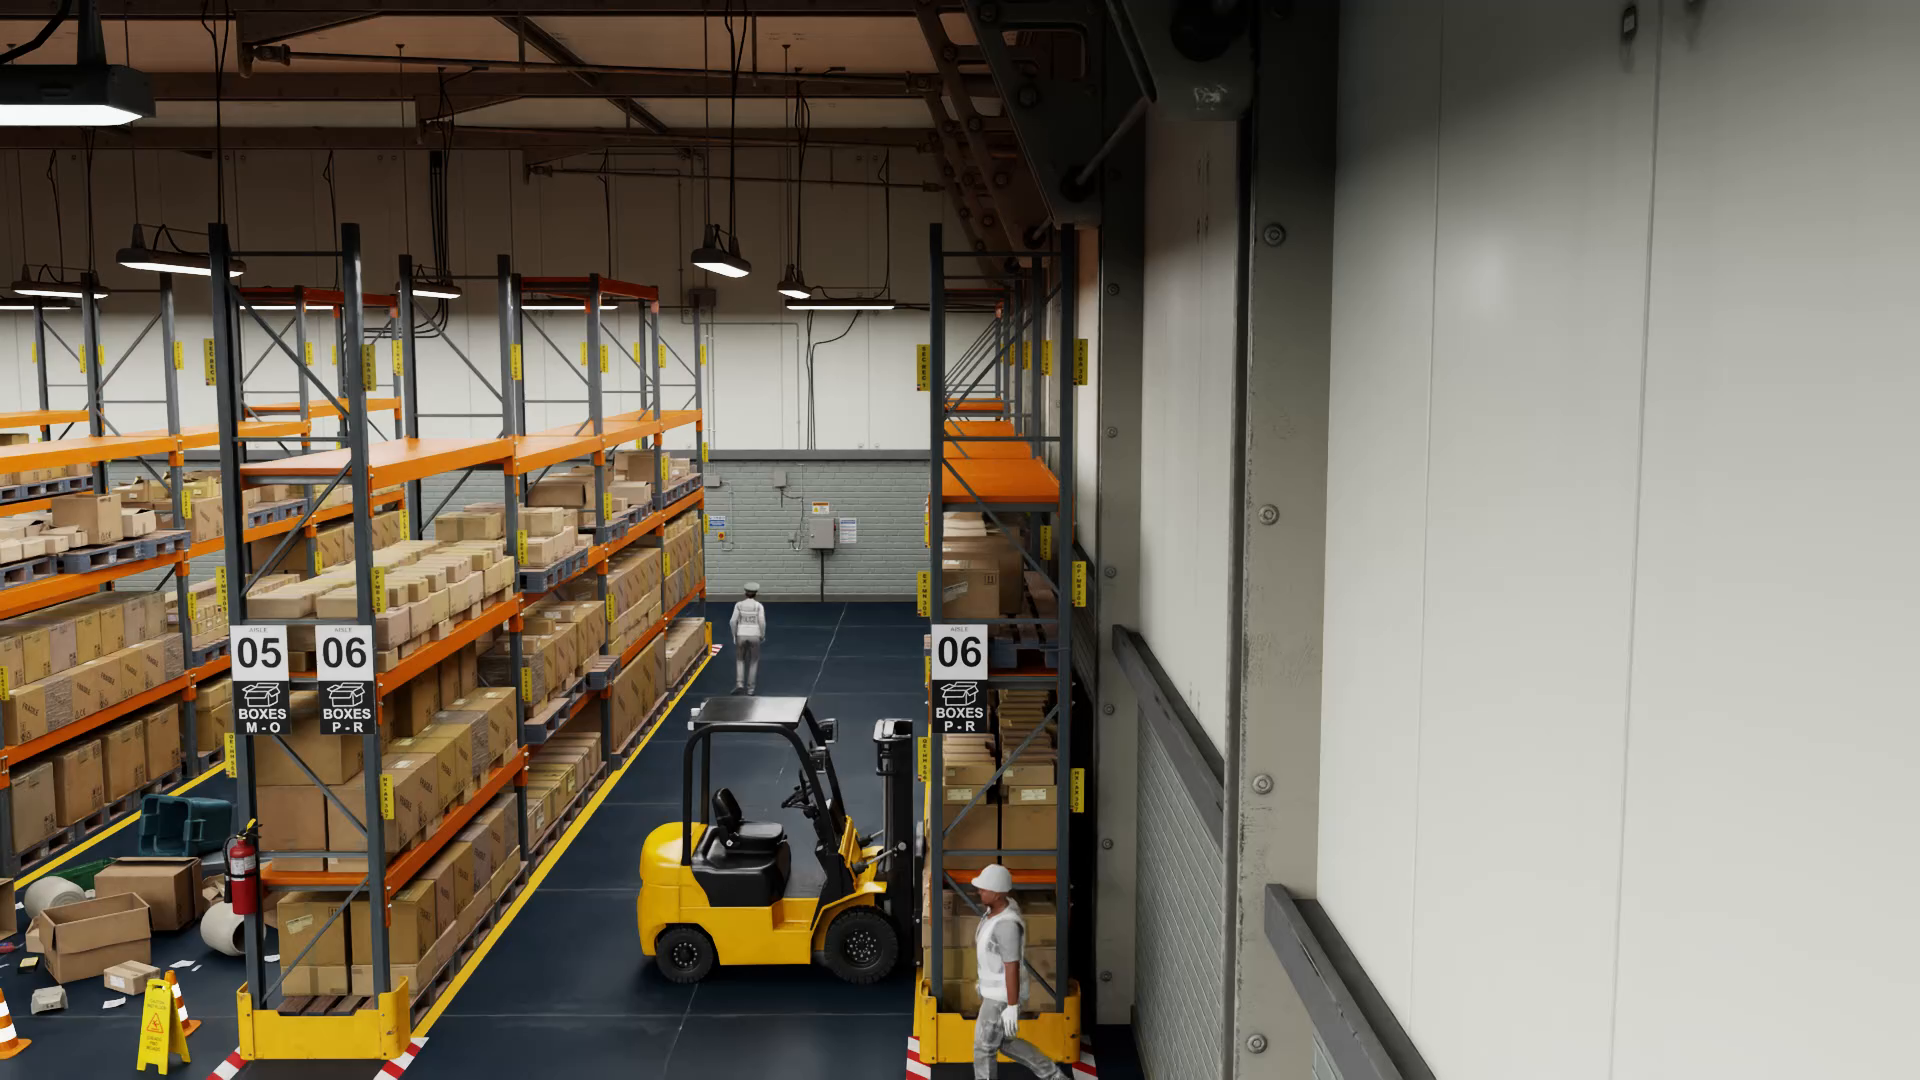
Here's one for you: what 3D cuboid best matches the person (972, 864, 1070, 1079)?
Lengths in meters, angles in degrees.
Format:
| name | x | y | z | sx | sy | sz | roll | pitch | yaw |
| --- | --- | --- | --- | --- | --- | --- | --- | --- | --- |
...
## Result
| name | x | y | z | sx | sy | sz | roll | pitch | yaw |
| --- | --- | --- | --- | --- | --- | --- | --- | --- | --- |
| person | 0.315 | 3.015 | 11.051 | 0.852 | 1.775 | 0.656 | 0 | 7 | 2 |

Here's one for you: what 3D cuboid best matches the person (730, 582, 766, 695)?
| name | x | y | z | sx | sy | sz | roll | pitch | yaw |
| --- | --- | --- | --- | --- | --- | --- | --- | --- | --- |
| person | -3.141 | 1.473 | 24.666 | 0.534 | 1.665 | 0.495 | 1 | 7 | 4 |
